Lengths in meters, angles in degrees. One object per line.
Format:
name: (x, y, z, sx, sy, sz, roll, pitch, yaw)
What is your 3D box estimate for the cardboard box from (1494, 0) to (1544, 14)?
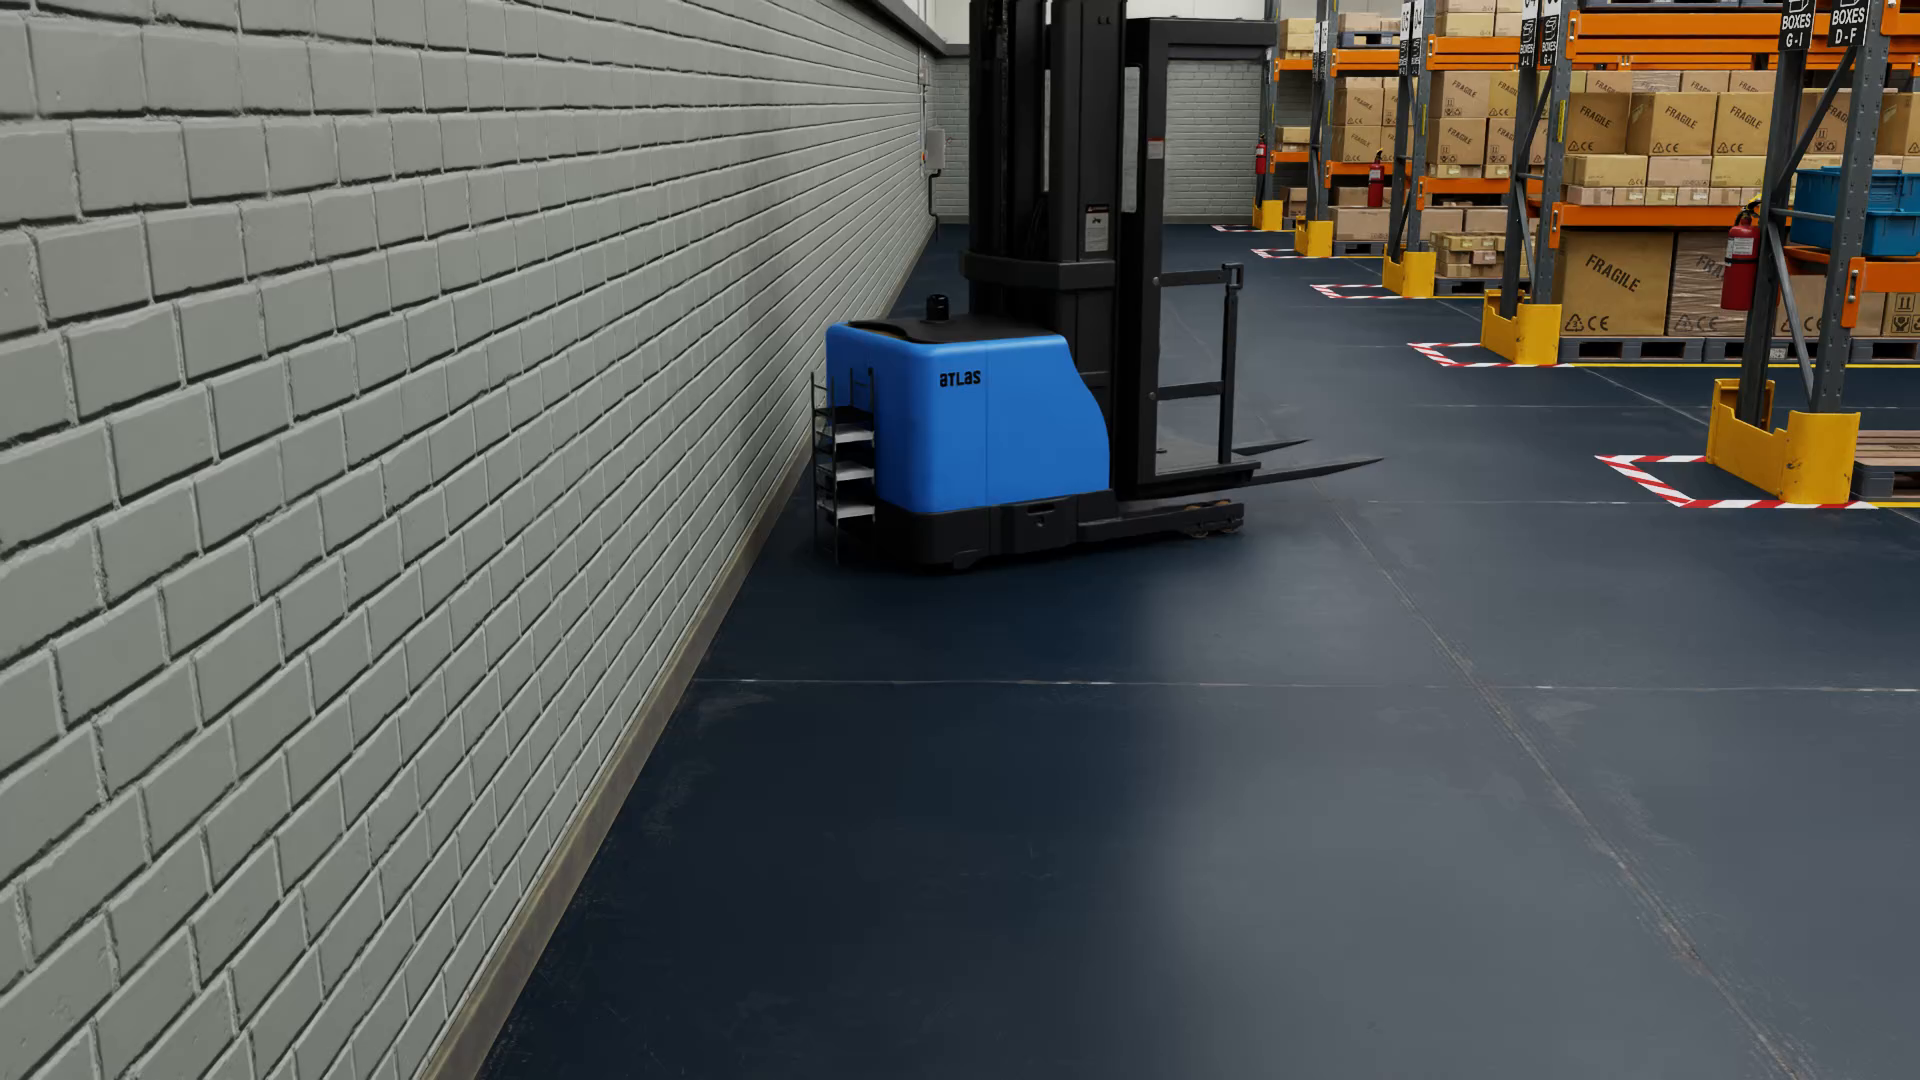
cardboard box: (6.044, -5.871, 18.146, 0.500, 0.250, 0.500, 0, 15, 1)

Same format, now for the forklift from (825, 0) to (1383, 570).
forklift: (0.859, -1.532, 8.400, 3.031, 2.935, 1.130, -8, 17, -29)

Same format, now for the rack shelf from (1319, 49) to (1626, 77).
rack shelf: (7.115, -6.676, 23.294, 4.000, 0.370, 1.077, 0, 15, 1)

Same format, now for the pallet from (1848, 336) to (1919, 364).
pallet: (8.103, -1.710, 14.407, 1.213, 0.211, 1.003, 0, 15, 1)

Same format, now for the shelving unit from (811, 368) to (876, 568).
shelving unit: (-0.551, -0.344, 7.881, 0.210, 0.900, 0.258, -8, 17, -29)

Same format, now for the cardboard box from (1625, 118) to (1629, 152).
cardboard box: (7.582, -4.428, 18.464, 0.500, 0.500, 0.500, 0, 15, 1)

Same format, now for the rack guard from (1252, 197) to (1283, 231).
rack guard: (5.315, -5.643, 28.750, 0.348, 0.500, 1.175, 0, 15, 1)

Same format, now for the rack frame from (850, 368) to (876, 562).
rack frame: (-0.463, -0.357, 7.931, 0.006, 0.900, 0.240, -8, 17, -29)

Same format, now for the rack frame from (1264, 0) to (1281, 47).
rack frame: (5.239, -9.753, 27.667, 0.127, 3.000, 1.000, 0, 15, 1)

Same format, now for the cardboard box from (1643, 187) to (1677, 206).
cardboard box: (5.722, -2.849, 13.749, 0.250, 0.149, 0.380, 0, 15, 0)

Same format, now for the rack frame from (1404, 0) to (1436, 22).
rack frame: (5.090, -7.224, 18.082, 0.127, 3.000, 1.000, 0, 15, 1)

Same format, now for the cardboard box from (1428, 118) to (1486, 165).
cardboard box: (5.532, -4.442, 18.519, 0.500, 0.500, 0.500, 1, 15, 4)

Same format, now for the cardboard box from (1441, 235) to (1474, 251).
cardboard box: (5.605, -3.346, 18.740, 0.250, 0.149, 0.380, 0, 15, -1)

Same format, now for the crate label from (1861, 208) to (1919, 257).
crate label: (4.975, -1.659, 8.958, 0.303, 0.233, 0.416, 0, 15, 1)

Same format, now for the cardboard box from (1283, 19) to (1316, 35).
cardboard box: (5.676, -8.549, 27.714, 0.500, 0.250, 0.500, 0, 15, 1)

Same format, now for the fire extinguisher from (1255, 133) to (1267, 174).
fire extinguisher: (5.080, -6.518, 28.047, 0.183, 0.674, 0.296, 0, 15, 1)

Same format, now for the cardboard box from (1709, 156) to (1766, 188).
cardboard box: (6.358, -3.053, 13.742, 0.500, 0.250, 0.500, 0, 15, 0)

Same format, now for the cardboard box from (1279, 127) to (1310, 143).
cardboard box: (5.686, -6.852, 28.142, 0.500, 0.250, 0.500, 0, 15, 2)

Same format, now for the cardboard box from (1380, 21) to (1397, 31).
cardboard box: (5.989, -7.205, 23.361, 0.250, 0.149, 0.380, -1, 15, -3)

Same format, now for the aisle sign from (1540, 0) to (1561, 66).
aisle sign: (4.783, -4.240, 13.436, 0.004, 0.787, 0.394, 0, 15, 1)

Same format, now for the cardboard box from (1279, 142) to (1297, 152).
cardboard box: (5.560, -6.659, 28.191, 0.250, 0.149, 0.380, 0, 15, 1)

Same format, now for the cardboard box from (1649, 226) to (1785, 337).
cardboard box: (6.414, -2.245, 14.312, 0.875, 0.875, 0.875, 0, 15, 1)

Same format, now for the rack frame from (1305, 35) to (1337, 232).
rack frame: (5.116, -5.587, 23.635, 0.127, 3.000, 1.000, 0, 15, 1)

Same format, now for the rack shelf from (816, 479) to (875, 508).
rack shelf: (-0.551, -0.225, 7.913, 0.200, 0.077, 0.258, -8, 17, -29)

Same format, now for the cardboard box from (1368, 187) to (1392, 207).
cardboard box: (7.227, -5.774, 28.423, 0.500, 0.500, 0.500, 1, 15, 2)

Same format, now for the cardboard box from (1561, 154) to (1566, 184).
cardboard box: (5.354, -3.195, 14.281, 0.500, 0.250, 0.500, 0, 15, 1)

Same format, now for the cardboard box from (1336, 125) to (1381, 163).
cardboard box: (5.588, -5.559, 23.333, 0.500, 0.500, 0.500, 0, 15, 1)

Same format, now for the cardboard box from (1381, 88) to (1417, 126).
cardboard box: (6.105, -6.041, 23.201, 0.500, 0.500, 0.500, 0, 15, 0)

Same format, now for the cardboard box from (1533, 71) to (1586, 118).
cardboard box: (6.556, -4.918, 18.361, 0.500, 0.500, 0.500, 0, 15, 0)

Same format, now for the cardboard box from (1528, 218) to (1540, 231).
cardboard box: (8.490, -4.556, 23.928, 0.875, 0.438, 0.875, 0, 15, 1)

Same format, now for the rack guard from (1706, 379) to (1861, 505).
rack guard: (4.712, -0.584, 9.575, 0.348, 0.500, 1.175, 0, 15, 1)

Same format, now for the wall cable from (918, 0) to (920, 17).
wall cable: (-0.578, -8.453, 22.738, 0.029, 3.000, 0.463, 0, 15, 1)

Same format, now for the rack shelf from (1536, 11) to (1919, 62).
rack shelf: (6.862, -4.149, 13.715, 4.000, 0.370, 1.077, 0, 15, 1)

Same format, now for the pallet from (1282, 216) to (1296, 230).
pallet: (6.112, -5.499, 28.768, 1.213, 0.211, 1.003, 0, 15, 1)

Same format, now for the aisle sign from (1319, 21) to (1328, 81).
aisle sign: (5.036, -6.770, 23.025, 0.004, 0.787, 0.394, 0, 15, 1)

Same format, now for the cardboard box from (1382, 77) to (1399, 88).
cardboard box: (5.984, -6.345, 23.080, 0.250, 0.149, 0.380, 1, 15, 3)

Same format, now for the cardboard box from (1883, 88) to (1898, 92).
cardboard box: (12.590, -6.003, 23.057, 0.500, 0.500, 0.500, 0, 15, 0)

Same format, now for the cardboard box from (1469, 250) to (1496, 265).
cardboard box: (5.880, -3.207, 18.797, 0.250, 0.149, 0.380, 0, 15, 1)

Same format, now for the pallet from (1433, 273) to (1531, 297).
pallet: (5.978, -2.960, 19.147, 1.213, 0.211, 1.003, 0, 15, 1)

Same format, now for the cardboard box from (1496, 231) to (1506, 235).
cardboard box: (6.395, -3.494, 19.301, 0.250, 0.149, 0.380, 0, 15, -1)

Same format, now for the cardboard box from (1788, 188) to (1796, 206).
cardboard box: (6.747, -2.842, 13.723, 0.250, 0.149, 0.380, 0, 15, 0)

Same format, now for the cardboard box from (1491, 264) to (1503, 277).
cardboard box: (6.118, -3.082, 18.908, 0.250, 0.149, 0.380, 1, 15, 2)

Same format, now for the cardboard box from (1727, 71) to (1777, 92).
cardboard box: (8.612, -4.907, 18.321, 0.500, 0.500, 0.500, 0, 15, -1)

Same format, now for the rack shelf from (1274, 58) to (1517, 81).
rack shelf: (7.238, -7.942, 28.092, 4.000, 0.370, 1.077, 0, 15, 1)

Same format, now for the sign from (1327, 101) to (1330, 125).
sign: (5.096, -5.902, 22.978, 0.005, 0.325, 0.100, 0, 15, 1)

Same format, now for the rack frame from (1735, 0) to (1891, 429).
rack frame: (4.736, -1.796, 9.268, 0.127, 3.000, 1.000, 0, 15, 1)

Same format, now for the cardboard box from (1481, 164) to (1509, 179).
cardboard box: (5.929, -4.110, 18.530, 0.250, 0.149, 0.380, 0, 15, 0)

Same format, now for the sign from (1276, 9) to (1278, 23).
sign: (5.225, -8.587, 27.414, 0.005, 0.325, 0.100, 0, 15, 1)

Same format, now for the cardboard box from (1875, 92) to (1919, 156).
cardboard box: (7.894, -3.406, 13.612, 0.500, 0.500, 0.500, 1, 15, 2)

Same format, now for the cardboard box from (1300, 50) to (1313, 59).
cardboard box: (5.814, -8.125, 27.868, 0.250, 0.149, 0.380, 1, 15, 2)
